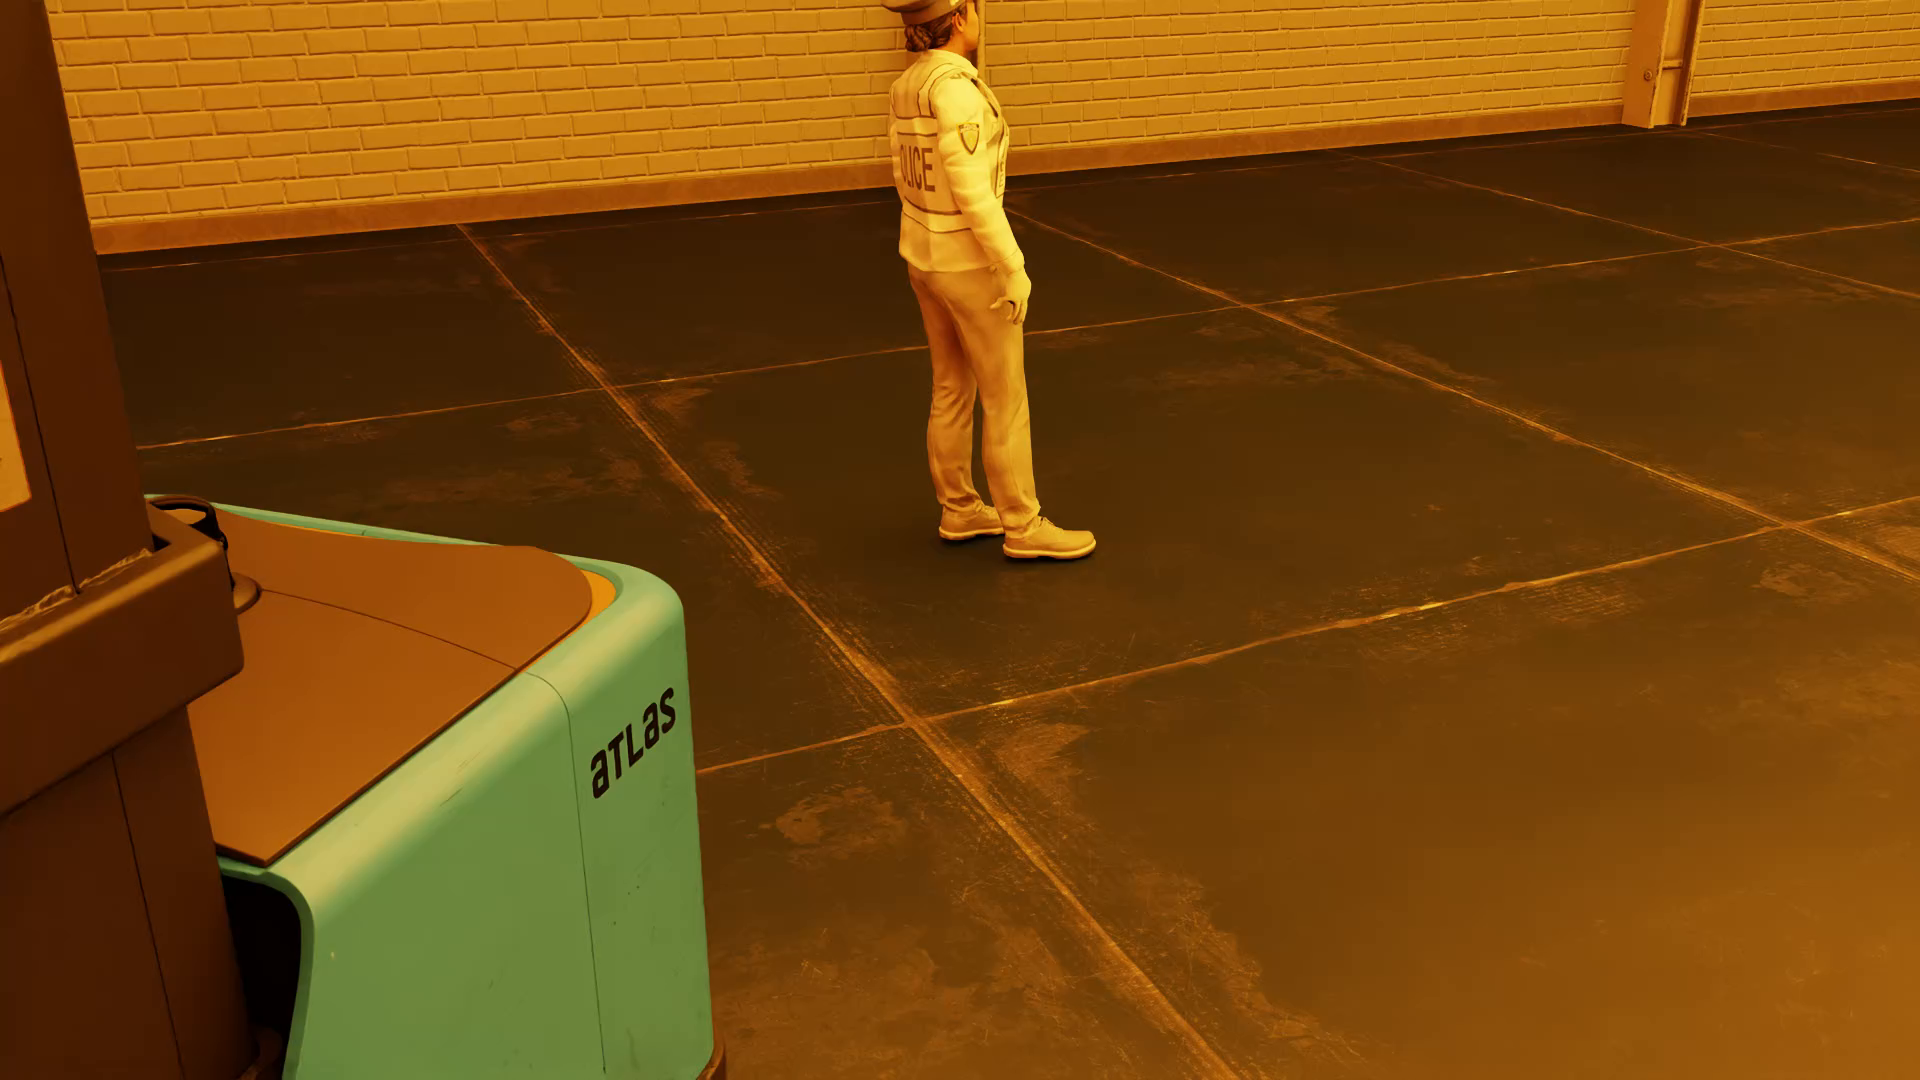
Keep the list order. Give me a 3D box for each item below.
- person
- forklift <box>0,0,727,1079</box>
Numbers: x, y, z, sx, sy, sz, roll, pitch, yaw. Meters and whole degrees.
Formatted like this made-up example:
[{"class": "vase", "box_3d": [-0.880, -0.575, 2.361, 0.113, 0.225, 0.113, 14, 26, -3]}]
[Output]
[{"class": "person", "box_3d": [0.065, -0.798, 4.800, 0.531, 1.694, 0.586, -10, 25, -23]}, {"class": "forklift", "box_3d": [-1.317, 0.149, 0.928, 1.130, 2.935, 3.031, 8, 24, 18]}]
